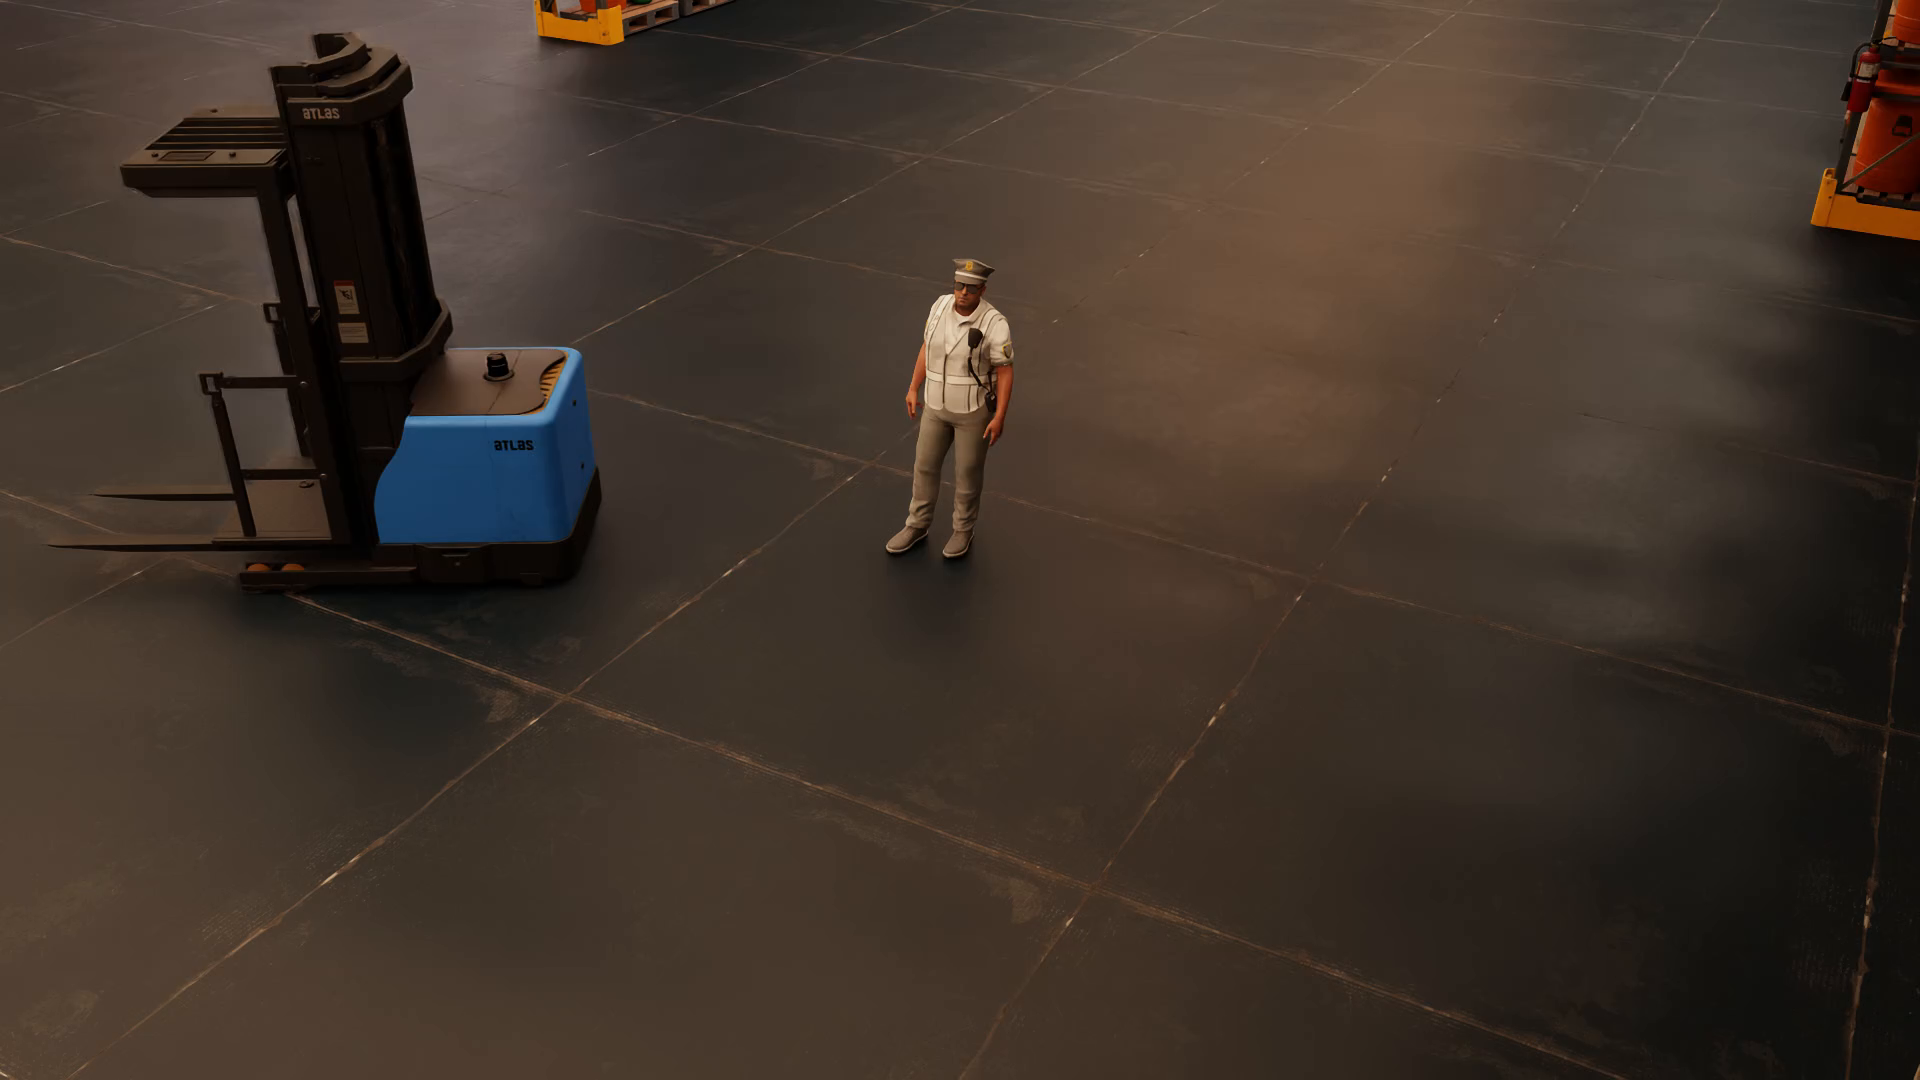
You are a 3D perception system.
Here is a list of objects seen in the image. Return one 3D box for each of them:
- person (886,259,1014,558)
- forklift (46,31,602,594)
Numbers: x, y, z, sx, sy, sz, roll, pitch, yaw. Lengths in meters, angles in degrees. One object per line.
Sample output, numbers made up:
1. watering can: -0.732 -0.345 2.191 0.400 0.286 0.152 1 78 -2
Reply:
1. person: -0.048 -0.747 9.500 0.640 1.781 0.575 15 33 25
2. forklift: -3.723 -1.232 9.206 3.031 2.935 1.130 -1 30 -1
